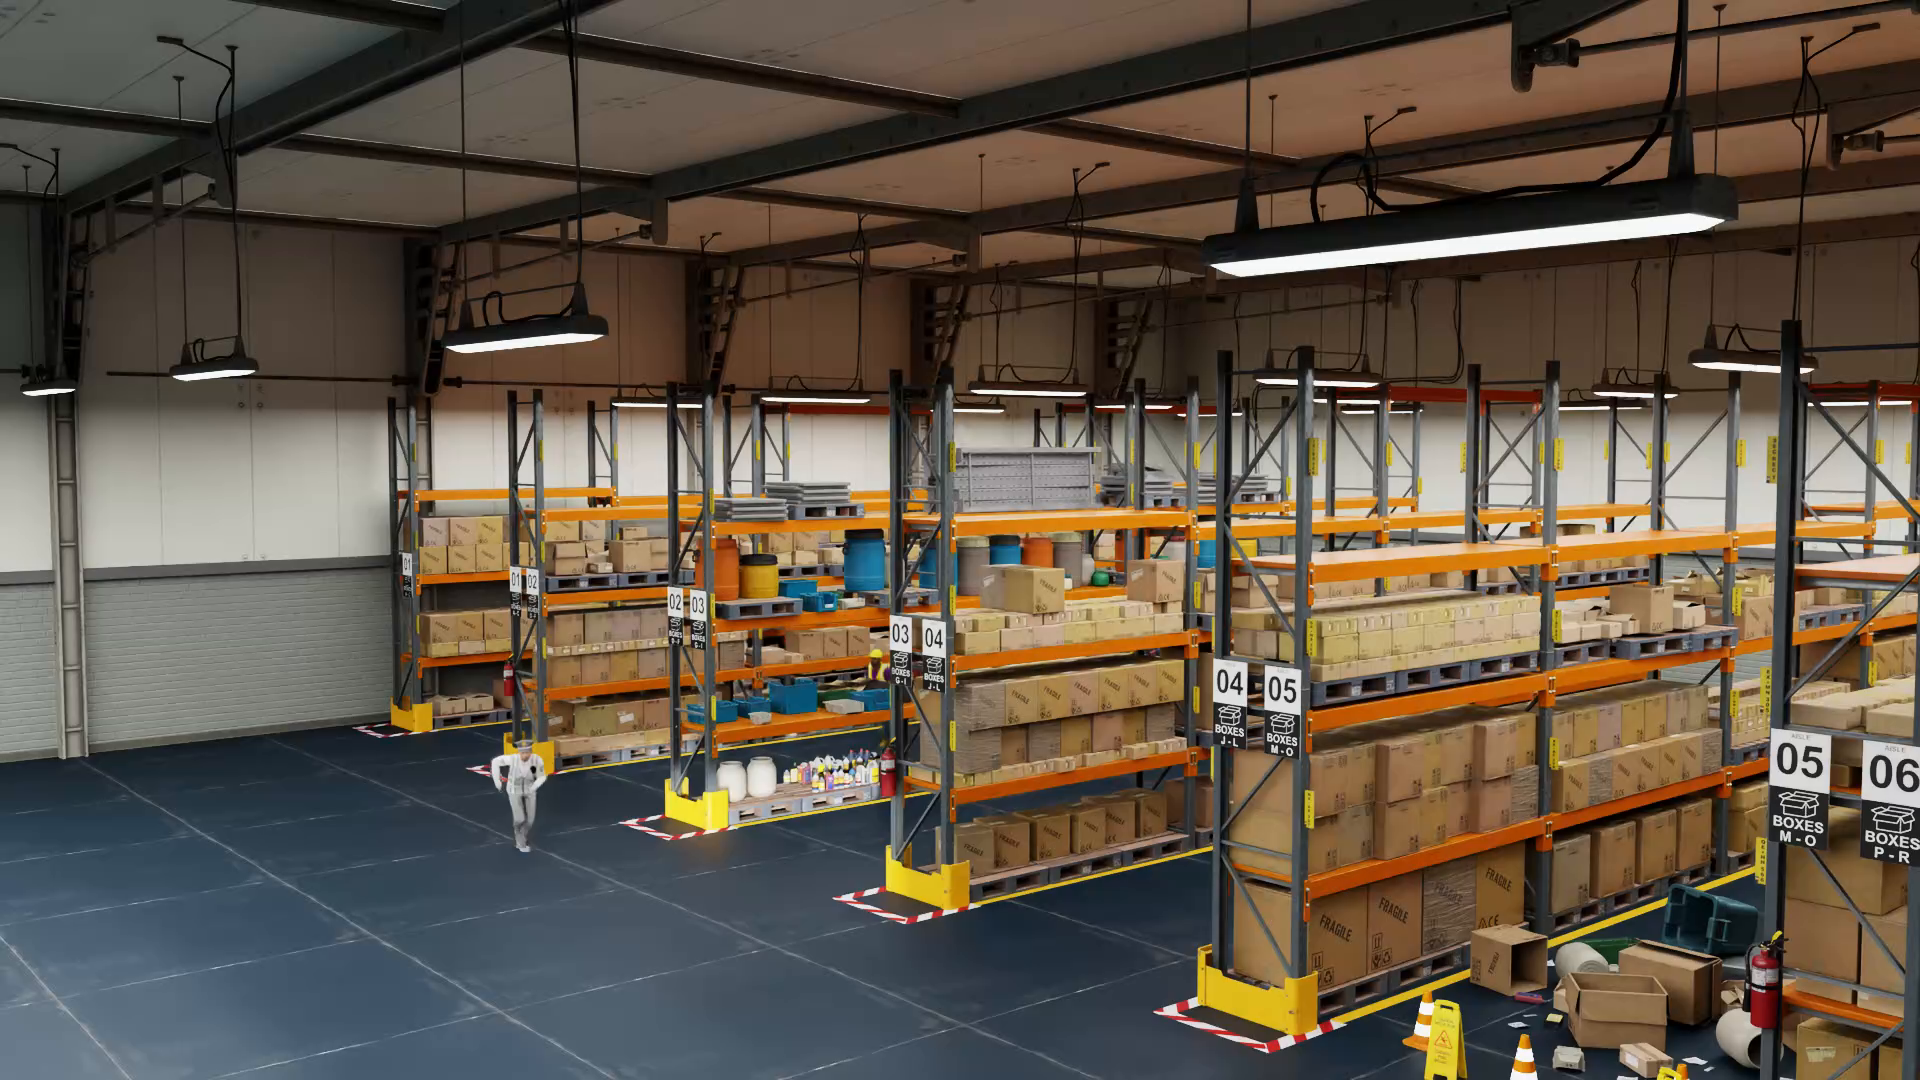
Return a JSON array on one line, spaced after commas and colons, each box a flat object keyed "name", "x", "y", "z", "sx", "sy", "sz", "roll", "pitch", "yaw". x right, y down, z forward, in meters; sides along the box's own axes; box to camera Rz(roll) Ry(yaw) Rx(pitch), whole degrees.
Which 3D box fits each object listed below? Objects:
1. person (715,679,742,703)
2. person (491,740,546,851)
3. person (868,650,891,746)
[{"name": "person", "x": -4.391, "y": 2.430, "z": 31.729, "sx": 0.754, "sy": 1.734, "sz": 0.832, "roll": 3, "pitch": 5, "yaw": 43}, {"name": "person", "x": -5.511, "y": 3.205, "z": 20.787, "sx": 0.645, "sy": 1.497, "sz": 0.811, "roll": -1, "pitch": 4, "yaw": -23}, {"name": "person", "x": -1.368, "y": 2.682, "z": 28.213, "sx": 0.685, "sy": 1.681, "sz": 0.705, "roll": 2, "pitch": 4, "yaw": 31}]
